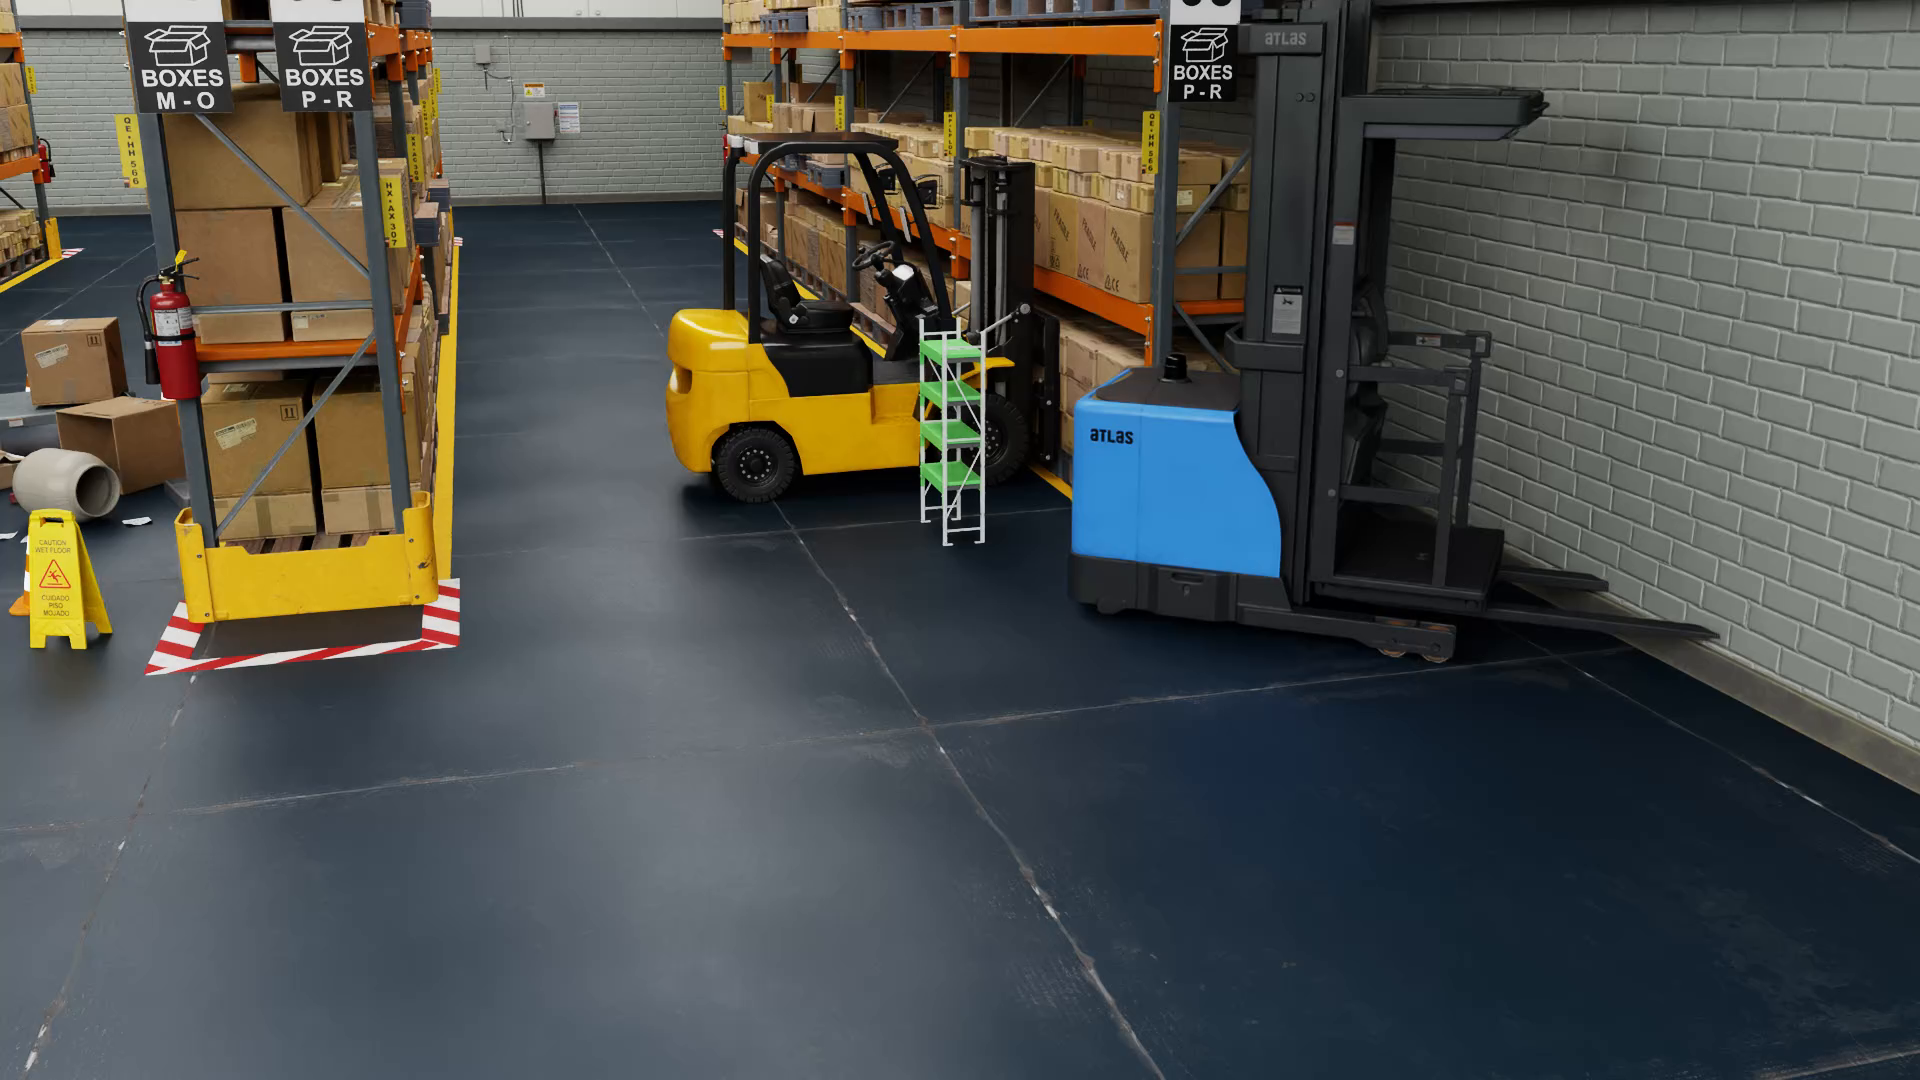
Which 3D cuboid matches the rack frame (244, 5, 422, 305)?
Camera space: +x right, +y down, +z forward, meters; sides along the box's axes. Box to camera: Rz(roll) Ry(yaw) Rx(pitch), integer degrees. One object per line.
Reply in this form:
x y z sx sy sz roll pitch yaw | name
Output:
-4.325 -2.206 11.581 1.000 3.000 0.127 -5 17 -15 | rack frame

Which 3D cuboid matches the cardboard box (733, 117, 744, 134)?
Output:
-2.846 -5.703 22.967 0.500 0.250 0.500 -5 17 -15 | cardboard box

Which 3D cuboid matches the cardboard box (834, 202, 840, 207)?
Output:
-1.296 -3.975 19.960 0.380 0.149 0.250 -5 17 -15 | cardboard box

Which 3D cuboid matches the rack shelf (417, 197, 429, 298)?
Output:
-4.874 -2.414 13.526 1.077 0.370 4.000 -5 17 -15 | rack shelf

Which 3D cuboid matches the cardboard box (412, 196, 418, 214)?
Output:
-4.173 -2.464 12.149 0.380 0.149 0.250 -4 17 -14 | cardboard box

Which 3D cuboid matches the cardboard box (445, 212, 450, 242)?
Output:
-7.085 -4.072 21.518 0.875 0.438 0.875 -4 17 -14 | cardboard box

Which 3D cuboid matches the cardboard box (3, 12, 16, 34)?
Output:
-11.975 -6.366 20.476 0.500 0.250 0.500 -5 17 -16 | cardboard box

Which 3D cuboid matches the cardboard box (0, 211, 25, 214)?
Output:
-11.951 -4.026 20.832 0.380 0.149 0.250 -4 17 -14 | cardboard box

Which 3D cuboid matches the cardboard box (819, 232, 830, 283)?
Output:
-1.249 -3.093 18.151 0.500 0.500 0.500 -4 17 -13 | cardboard box

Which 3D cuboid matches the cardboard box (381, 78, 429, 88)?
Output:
-6.421 -5.096 19.292 0.500 0.500 0.500 -5 17 -15 | cardboard box

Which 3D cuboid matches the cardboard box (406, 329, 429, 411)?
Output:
-3.621 -1.025 10.397 0.500 0.500 0.500 -4 17 -12 | cardboard box

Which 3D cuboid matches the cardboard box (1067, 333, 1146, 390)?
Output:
0.974 -1.099 10.210 0.500 0.250 0.500 -4 17 -14 | cardboard box

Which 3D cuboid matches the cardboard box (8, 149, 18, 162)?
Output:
-11.784 -4.709 20.351 0.380 0.149 0.250 -4 17 -14 | cardboard box

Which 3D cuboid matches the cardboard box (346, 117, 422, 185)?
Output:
-4.316 -2.888 12.432 0.500 0.500 0.500 -5 17 -15 | cardboard box

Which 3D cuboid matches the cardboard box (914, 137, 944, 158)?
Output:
-0.165 -3.239 13.719 0.380 0.149 0.250 -5 18 -17 | cardboard box

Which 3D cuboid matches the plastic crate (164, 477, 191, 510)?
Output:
-4.682 -0.308 10.340 0.402 0.080 0.583 -12 20 -34 | plastic crate

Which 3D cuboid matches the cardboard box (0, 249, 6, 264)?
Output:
-11.442 -3.317 19.506 0.380 0.149 0.250 -5 17 -17 | cardboard box

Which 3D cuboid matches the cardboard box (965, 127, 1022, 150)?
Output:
0.249 -2.989 12.369 0.380 0.149 0.250 -4 17 -14 | cardboard box

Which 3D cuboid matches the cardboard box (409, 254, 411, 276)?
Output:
-3.661 -1.740 10.467 0.380 0.149 0.250 -5 17 -16 | cardboard box

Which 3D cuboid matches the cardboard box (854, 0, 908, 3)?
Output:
-0.687 -5.219 15.323 0.500 0.500 0.500 -5 17 -15 | cardboard box

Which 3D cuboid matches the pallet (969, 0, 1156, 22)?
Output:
0.706 -3.760 11.694 1.003 0.211 1.213 -5 17 -15 | pallet

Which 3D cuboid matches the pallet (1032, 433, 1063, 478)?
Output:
0.964 -0.702 11.423 1.003 0.211 1.213 -5 17 -15 | pallet

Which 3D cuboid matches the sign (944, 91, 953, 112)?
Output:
-0.120 -4.305 16.557 0.100 0.325 0.005 -5 17 -15 | sign

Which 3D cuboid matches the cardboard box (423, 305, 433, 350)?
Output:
-4.865 -1.684 13.682 0.950 0.372 0.625 -4 17 -13 | cardboard box

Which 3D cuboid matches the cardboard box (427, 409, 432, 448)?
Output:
-3.612 -0.660 10.485 0.500 0.250 0.500 -4 17 -14 | cardboard box

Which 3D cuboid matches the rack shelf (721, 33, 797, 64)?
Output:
-2.301 -6.457 21.772 1.077 0.370 4.000 -5 17 -15 | rack shelf

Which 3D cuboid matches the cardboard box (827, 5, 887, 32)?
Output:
-1.027 -5.193 16.573 0.500 0.250 0.500 -5 18 -17 | cardboard box

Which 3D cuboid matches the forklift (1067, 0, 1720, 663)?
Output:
2.104 -1.017 7.743 3.031 2.935 1.130 7 18 21 | forklift

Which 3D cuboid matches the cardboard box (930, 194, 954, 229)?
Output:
0.057 -2.646 13.308 0.500 0.250 0.500 -4 17 -14 | cardboard box

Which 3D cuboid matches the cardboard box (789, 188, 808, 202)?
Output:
-1.851 -4.154 20.037 0.380 0.149 0.250 -5 17 -16 | cardboard box

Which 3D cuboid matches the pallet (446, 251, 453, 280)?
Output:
-6.657 -3.300 20.070 1.003 0.211 1.213 -5 17 -15 | pallet

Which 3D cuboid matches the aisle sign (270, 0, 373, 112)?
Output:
-2.910 -2.352 7.548 0.394 0.787 0.004 -5 17 -15 | aisle sign

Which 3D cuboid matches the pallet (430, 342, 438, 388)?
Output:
-4.879 -1.424 13.824 1.003 0.211 1.213 -5 17 -15 | pallet

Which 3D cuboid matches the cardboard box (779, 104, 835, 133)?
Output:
-1.691 -4.766 19.202 0.700 0.500 0.500 -5 17 -15 | cardboard box

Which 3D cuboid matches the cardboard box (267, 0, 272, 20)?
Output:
-3.162 -2.599 8.112 0.380 0.149 0.250 -5 18 -17 | cardboard box

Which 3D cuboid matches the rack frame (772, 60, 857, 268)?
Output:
-1.752 -4.812 20.258 1.000 3.000 0.127 -5 17 -15 | rack frame

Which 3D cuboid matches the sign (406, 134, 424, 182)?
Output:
-3.805 -2.665 11.607 0.100 0.325 0.005 -5 17 -15 | sign

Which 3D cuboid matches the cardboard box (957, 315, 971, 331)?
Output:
0.283 -1.565 12.628 0.500 0.250 0.500 -5 17 -16 | cardboard box

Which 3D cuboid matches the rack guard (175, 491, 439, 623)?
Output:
-3.246 0.077 8.327 1.175 0.500 0.348 -5 17 -15 | rack guard

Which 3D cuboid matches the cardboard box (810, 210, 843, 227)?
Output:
-1.490 -3.650 18.877 0.380 0.149 0.250 -4 17 -13 | cardboard box

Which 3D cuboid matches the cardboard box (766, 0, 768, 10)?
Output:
-2.052 -6.263 19.408 0.380 0.149 0.250 -4 17 -14 | cardboard box

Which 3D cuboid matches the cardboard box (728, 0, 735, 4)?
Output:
-2.849 -7.380 22.469 0.500 0.250 0.500 -5 17 -16 | cardboard box

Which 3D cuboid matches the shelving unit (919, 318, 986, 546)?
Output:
-0.046 -0.620 9.432 0.258 1.200 0.503 -5 17 -15 | shelving unit

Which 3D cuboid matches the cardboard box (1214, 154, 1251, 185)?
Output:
1.659 -2.104 9.423 0.380 0.149 0.250 -5 17 -16 | cardboard box

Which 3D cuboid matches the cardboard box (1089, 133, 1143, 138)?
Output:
1.121 -2.753 11.586 0.380 0.149 0.250 -5 17 -16 | cardboard box

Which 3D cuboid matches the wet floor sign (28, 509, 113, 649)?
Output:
-4.202 0.165 7.780 0.267 0.644 0.232 1 17 4 | wet floor sign

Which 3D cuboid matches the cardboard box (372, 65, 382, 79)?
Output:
-6.882 -5.398 19.168 0.380 0.149 0.250 -4 17 -14 | cardboard box

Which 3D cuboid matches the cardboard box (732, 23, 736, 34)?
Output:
-2.866 -6.908 22.459 0.380 0.149 0.250 -4 17 -14 | cardboard box

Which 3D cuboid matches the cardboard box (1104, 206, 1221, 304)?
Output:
1.159 -1.656 9.577 0.500 0.500 0.500 -5 17 -16 | cardboard box

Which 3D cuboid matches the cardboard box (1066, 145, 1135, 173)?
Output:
0.874 -2.350 10.244 0.380 0.149 0.250 -4 17 -14 | cardboard box

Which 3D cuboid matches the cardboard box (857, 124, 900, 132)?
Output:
-0.773 -3.879 15.850 0.380 0.149 0.250 -4 17 -14 | cardboard box

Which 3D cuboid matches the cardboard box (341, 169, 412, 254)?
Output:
-3.668 -2.008 10.232 0.500 0.500 0.500 -4 17 -14 | cardboard box

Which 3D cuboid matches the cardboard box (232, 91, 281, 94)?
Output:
-3.947 -2.166 9.020 0.700 0.500 0.500 -5 17 -16 | cardboard box

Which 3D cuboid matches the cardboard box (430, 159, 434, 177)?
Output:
-6.019 -4.102 18.154 0.500 0.250 0.500 -5 17 -16 | cardboard box

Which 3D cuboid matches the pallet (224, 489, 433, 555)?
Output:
-3.435 -0.012 9.126 1.003 0.211 1.213 -5 17 -15 | pallet
